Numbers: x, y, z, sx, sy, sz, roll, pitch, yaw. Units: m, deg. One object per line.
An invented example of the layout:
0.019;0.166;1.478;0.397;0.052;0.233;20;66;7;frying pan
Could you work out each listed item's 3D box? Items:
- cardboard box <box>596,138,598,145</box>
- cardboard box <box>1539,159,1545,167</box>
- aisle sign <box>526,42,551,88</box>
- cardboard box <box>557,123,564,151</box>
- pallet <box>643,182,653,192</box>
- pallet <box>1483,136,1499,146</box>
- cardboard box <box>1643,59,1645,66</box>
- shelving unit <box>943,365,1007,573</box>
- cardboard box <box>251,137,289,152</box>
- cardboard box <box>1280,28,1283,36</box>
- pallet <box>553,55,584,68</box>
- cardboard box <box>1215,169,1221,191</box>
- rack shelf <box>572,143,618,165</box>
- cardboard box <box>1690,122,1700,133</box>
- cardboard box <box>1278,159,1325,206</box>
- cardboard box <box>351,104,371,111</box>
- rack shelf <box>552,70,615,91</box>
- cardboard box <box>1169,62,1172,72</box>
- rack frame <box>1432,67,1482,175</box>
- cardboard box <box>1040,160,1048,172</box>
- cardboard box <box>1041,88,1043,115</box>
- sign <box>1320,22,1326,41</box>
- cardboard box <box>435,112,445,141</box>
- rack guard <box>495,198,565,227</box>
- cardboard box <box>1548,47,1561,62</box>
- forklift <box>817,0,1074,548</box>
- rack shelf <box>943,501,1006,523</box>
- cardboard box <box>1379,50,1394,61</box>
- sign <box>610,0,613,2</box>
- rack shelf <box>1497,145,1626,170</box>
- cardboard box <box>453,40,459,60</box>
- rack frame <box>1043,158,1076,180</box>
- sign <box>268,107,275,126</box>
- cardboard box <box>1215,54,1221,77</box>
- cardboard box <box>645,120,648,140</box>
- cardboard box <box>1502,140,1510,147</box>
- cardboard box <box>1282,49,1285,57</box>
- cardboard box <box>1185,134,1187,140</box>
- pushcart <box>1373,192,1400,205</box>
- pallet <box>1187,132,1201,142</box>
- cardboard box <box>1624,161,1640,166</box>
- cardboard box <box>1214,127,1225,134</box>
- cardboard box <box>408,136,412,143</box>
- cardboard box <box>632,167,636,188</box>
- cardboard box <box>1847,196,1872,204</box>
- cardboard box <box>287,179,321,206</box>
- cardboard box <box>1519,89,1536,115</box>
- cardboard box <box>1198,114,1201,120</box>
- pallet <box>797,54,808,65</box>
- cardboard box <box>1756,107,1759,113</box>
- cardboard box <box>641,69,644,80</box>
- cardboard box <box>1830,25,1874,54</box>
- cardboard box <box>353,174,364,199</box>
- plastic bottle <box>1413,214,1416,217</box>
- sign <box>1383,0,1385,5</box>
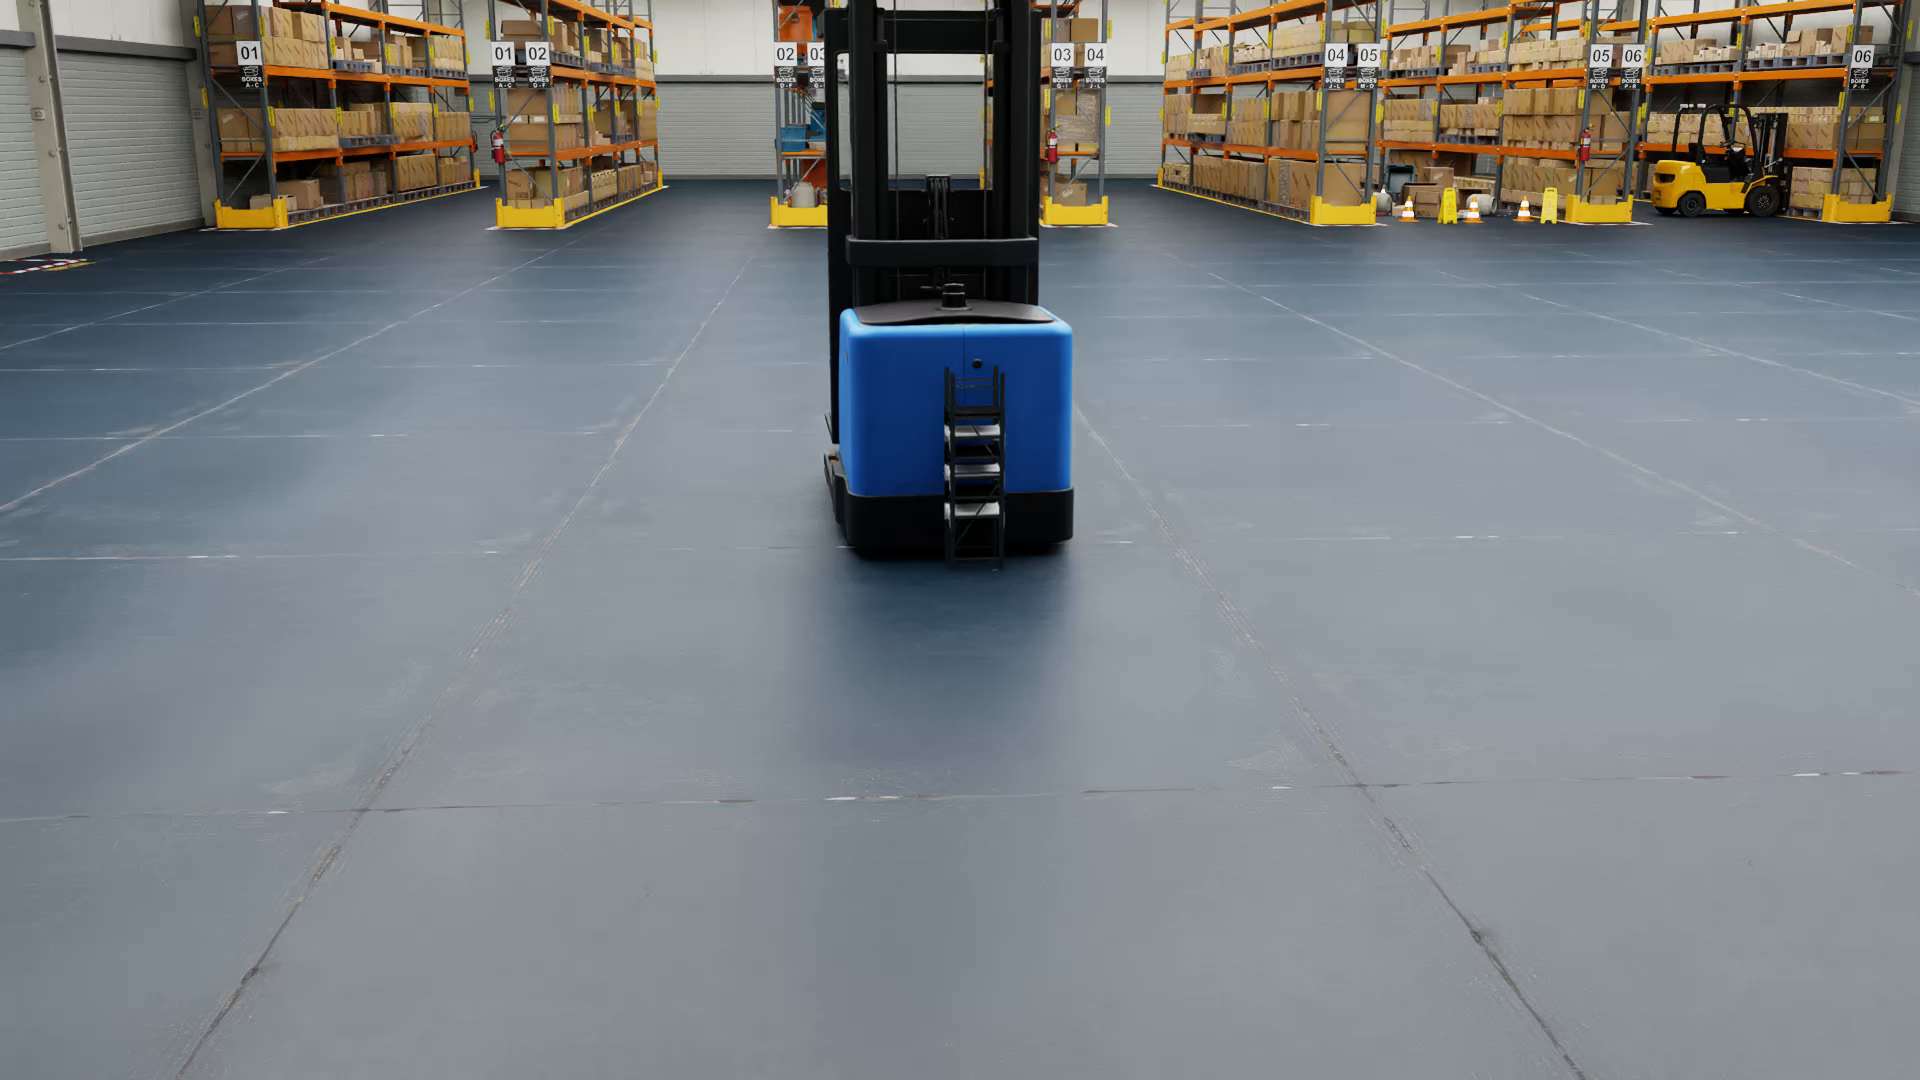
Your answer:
-8.111;-8.680;36.245;0.380;0.149;0.250;0;14;1;cardboard box
11.601;-7.396;32.619;0.380;0.149;0.250;0;14;-1;cardboard box
-7.441;-8.375;29.341;0.394;0.787;0.004;-1;14;-3;aisle sign
-7.829;-7.547;31.137;0.700;0.500;0.500;-1;14;-3;cardboard box
-8.615;-9.237;43.502;1.003;0.211;1.213;-1;14;-3;pallet
11.878;-8.527;35.533;1.003;0.211;1.213;-1;14;-3;pallet
16.227;-11.222;39.105;0.380;0.149;0.250;-1;14;-5;cardboard box
0.064;-0.318;7.455;0.258;0.900;0.210;-2;15;-7;shelving unit
-12.408;-7.114;29.916;0.500;0.250;0.500;-1;14;-5;cardboard box
6.561;-10.073;32.997;0.380;0.149;0.250;-1;14;-4;cardboard box
-7.920;-9.321;32.390;1.003;0.211;1.213;-1;14;-3;pallet
6.296;-8.473;39.113;0.500;0.500;0.500;-1;14;-4;cardboard box
-8.123;-8.272;35.599;1.077;0.370;4.000;-1;14;-3;rack shelf
16.383;-9.048;36.470;0.500;0.250;0.500;-1;14;-2;cardboard box
6.874;-7.119;33.096;0.875;0.875;0.875;-1;14;-3;cardboard box
-13.104;-9.451;36.352;0.380;0.149;0.250;-3;15;-13;cardboard box
-8.123;-9.724;35.225;1.077;0.370;4.000;-1;14;-3;rack shelf
5.903;-12.690;44.604;0.500;0.250;0.500;-1;14;-4;cardboard box
11.532;-9.422;38.628;1.000;3.000;0.127;-1;14;-3;rack frame
1.755;-8.337;37.039;0.500;0.250;0.500;1;14;3;cardboard box
1.791;-8.338;31.610;0.500;0.500;0.500;-1;14;-3;cardboard box
6.551;-9.170;30.007;0.100;0.325;0.005;-1;14;-3;sign
-13.456;-10.315;41.496;0.980;0.700;0.700;-1;14;-3;cardboard box
-7.749;-5.911;29.998;1.175;0.500;0.348;-1;14;-3;rack guard
11.660;-9.334;31.969;0.500;0.250;0.500;0;14;-2;cardboard box
-0.168;-1.702;8.760;1.130;2.935;3.031;-2;15;-7;forklift
0.064;-0.111;7.508;0.258;0.077;0.200;-2;15;-7;rack shelf
11.169;-12.507;43.344;0.797;0.503;0.637;0;14;1;cardboard box
-9.284;-14.495;44.269;0.100;0.325;0.005;-1;14;-3;sign
11.904;-7.582;32.918;1.077;0.370;4.000;-1;14;-3;rack shelf
-13.348;-12.722;43.186;0.500;0.500;0.500;0;14;-2;cardboard box
1.889;-8.275;34.167;1.000;3.000;0.127;-1;14;-3;rack frame
-12.153;-7.478;29.334;0.100;0.325;0.005;-1;14;-3;sign
6.265;-11.084;38.866;0.500;0.500;0.500;-1;14;-3;cardboard box
-8.318;-10.543;42.784;0.500;0.500;0.500;-1;14;-4;cardboard box
11.479;-8.223;34.469;0.380;0.149;0.250;-1;14;-4;cardboard box
6.576;-9.624;32.854;0.380;0.149;0.250;-1;14;-4;cardboard box
5.974;-10.324;42.635;0.380;0.149;0.250;-1;14;-5;cardboard box
9.507;-7.110;34.903;1.648;0.377;0.936;-6;16;-23;pushcart
6.252;-10.030;41.376;1.003;0.211;1.213;-1;14;-3;pallet
16.155;-8.993;39.832;0.380;0.149;0.250;-2;15;-6;cardboard box
6.108;-9.518;38.661;0.380;0.149;0.250;-1;14;-3;cardboard box
-13.086;-9.395;38.985;0.380;0.149;0.250;-1;14;-3;cardboard box
-8.125;-8.749;40.143;0.500;0.500;0.500;-1;14;-3;cardboard box
17.146;-6.507;31.973;0.500;0.250;0.500;-1;14;-3;cardboard box
-12.838;-6.790;32.531;0.500;0.500;0.500;-2;15;-8;cardboard box
11.605;-8.739;33.167;0.700;0.500;0.500;-1;14;-5;cardboard box
5.996;-10.259;40.346;0.380;0.149;0.250;0;14;-1;cardboard box
-2.760;-8.772;30.459;1.003;0.211;1.213;-1;14;-3;pallet
16.589;-8.801;34.113;0.380;0.149;0.250;-1;14;-4;cardboard box
-8.334;-11.866;42.406;0.500;0.250;0.500;-1;14;-3;cardboard box
16.711;-9.370;31.159;0.500;0.500;0.500;0;14;-2;cardboard box
-13.078;-7.486;35.234;0.700;0.500;0.500;-1;14;-3;cardboard box
8.838;-6.393;32.751;0.133;0.061;0.283;-6;16;-23;plastic bottle
11.579;-14.813;45.506;0.100;0.325;0.005;-1;14;-3;sign
